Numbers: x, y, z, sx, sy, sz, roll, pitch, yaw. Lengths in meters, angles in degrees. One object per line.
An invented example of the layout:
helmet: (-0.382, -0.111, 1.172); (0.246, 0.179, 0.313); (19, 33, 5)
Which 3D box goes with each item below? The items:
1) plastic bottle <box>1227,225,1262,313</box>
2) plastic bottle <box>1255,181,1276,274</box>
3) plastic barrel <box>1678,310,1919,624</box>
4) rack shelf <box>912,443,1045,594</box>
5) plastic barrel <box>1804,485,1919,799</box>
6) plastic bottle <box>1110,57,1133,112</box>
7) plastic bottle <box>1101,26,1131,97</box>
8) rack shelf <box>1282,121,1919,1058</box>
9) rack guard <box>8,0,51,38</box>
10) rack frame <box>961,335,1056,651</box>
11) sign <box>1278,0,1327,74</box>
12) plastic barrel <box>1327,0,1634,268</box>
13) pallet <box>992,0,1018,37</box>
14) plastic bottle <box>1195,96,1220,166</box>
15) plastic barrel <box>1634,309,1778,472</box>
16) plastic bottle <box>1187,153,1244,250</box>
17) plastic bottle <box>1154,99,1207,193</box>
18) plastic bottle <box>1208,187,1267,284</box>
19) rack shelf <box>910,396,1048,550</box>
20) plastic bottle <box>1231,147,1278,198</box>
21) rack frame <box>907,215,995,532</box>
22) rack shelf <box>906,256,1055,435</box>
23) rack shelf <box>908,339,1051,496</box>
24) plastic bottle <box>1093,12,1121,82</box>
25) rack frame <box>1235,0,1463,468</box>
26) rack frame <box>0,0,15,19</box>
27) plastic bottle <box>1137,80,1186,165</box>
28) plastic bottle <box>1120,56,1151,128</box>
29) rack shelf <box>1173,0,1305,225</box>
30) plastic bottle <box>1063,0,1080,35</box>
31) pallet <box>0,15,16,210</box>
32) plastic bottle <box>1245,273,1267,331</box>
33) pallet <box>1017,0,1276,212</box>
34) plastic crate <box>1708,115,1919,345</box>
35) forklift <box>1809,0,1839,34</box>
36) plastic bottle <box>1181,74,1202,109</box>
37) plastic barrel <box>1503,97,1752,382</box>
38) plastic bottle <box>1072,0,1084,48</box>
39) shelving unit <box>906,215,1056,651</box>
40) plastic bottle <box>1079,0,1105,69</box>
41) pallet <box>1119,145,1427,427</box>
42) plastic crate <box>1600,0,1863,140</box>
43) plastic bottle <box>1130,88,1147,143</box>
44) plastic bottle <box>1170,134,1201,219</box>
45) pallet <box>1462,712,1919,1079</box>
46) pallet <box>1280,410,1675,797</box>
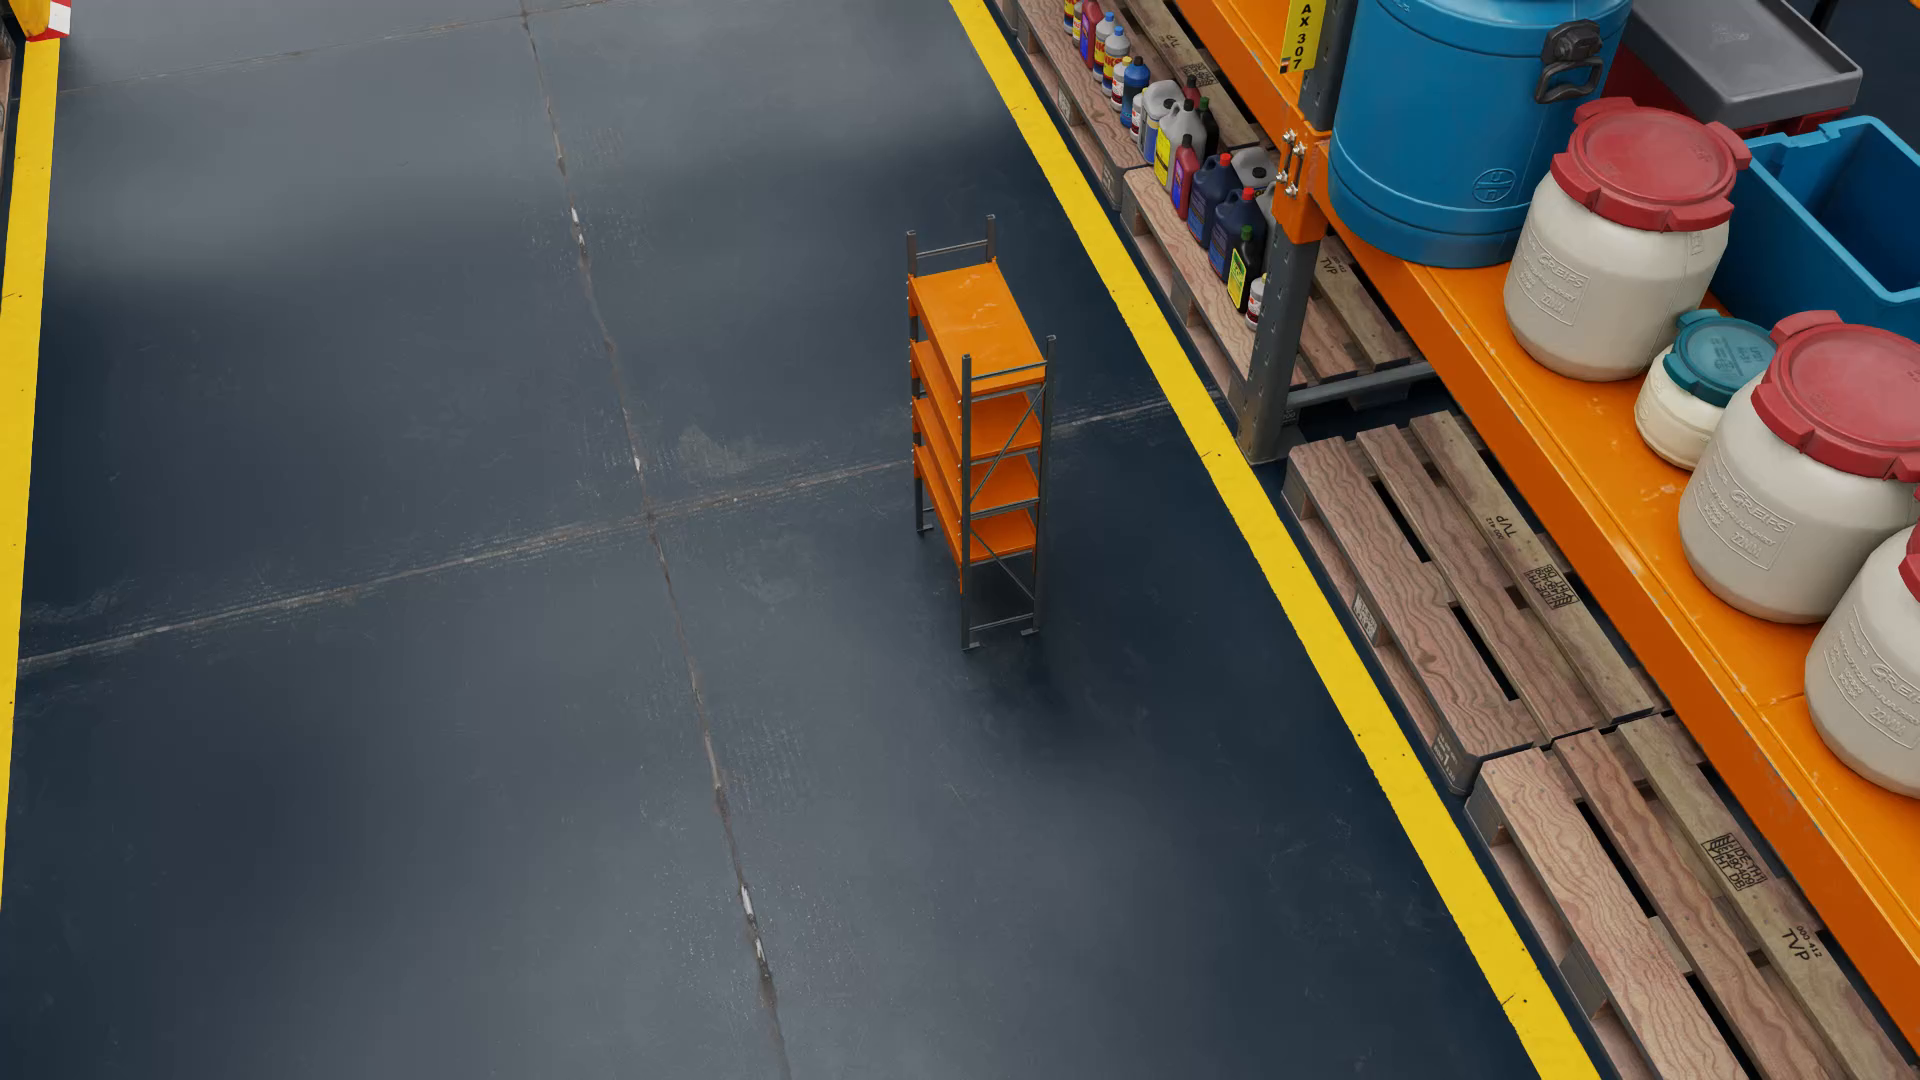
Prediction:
plastic bottle: (0.952, -0.904, 5.539); (0.061, 0.283, 0.133); (-11, 51, -9)
plastic bottle: (1.081, -1.087, 5.649); (0.144, 0.351, 0.185); (-13, 51, -11)
plastic barrel: (1.699, -0.120, 3.301); (0.433, 0.535, 0.433); (0, 50, 0)
rack shelf: (0.049, -0.094, 4.893); (0.258, 0.148, 0.480); (-13, 51, -11)
plastic barrel: (1.827, 0.196, 3.034); (0.433, 0.535, 0.433); (0, 50, 0)
plastic bottle: (0.625, -1.732, 6.290); (0.097, 0.201, 0.097); (0, 50, 0)
plastic bottle: (0.596, -1.827, 6.325); (0.097, 0.271, 0.097); (0, 50, 0)
rack shelf: (2.000, 0.332, 3.479); (1.077, 0.370, 4.000); (-13, 51, -11)
rack guard: (-4.483, -2.301, 6.863); (1.175, 0.500, 0.348); (-13, 51, -11)
rack frame: (0.121, -0.088, 4.539); (0.240, 1.200, 0.015); (-13, 51, -11)
sign: (0.880, -1.334, 4.231); (0.100, 0.325, 0.005); (-13, 51, -11)
plastic barrel: (1.234, -1.172, 3.948); (0.600, 0.901, 0.708); (-13, 51, -11)
pallet: (0.529, -2.744, 7.425); (1.003, 0.211, 1.213); (-13, 51, -11)
plastic bottle: (0.881, -1.450, 6.000); (0.061, 0.283, 0.133); (-13, 51, -11)
plastic barrel: (1.654, -0.315, 3.644); (0.301, 0.262, 0.301); (0, 50, 0)
plastic bottle: (0.886, -1.194, 5.740); (0.144, 0.351, 0.185); (-16, 52, -13)
plastic bottle: (0.791, -1.430, 5.938); (0.144, 0.351, 0.185); (-14, 51, -11)
plastic bottle: (0.943, -1.054, 5.621); (0.144, 0.351, 0.185); (-15, 51, -12)
rack shelf: (0.049, -0.222, 4.741); (0.258, 0.148, 0.480); (-13, 51, -11)
plastic bottle: (1.021, -1.222, 5.812); (0.152, 0.276, 0.135); (-13, 51, -11)
rack frame: (-0.023, -0.444, 4.840); (0.240, 1.200, 0.015); (-13, 51, -11)
rack shelf: (0.049, -0.519, 4.389); (0.258, 0.148, 0.480); (-13, 51, -11)
rack shelf: (0.049, -0.367, 4.570); (0.258, 0.148, 0.480); (-13, 51, -11)
plastic bottle: (0.566, -1.900, 6.386); (0.097, 0.271, 0.097); (0, 50, 0)
rack frame: (1.409, -1.361, 4.435); (1.000, 3.000, 0.127); (-13, 51, -11)
rack frame: (-4.505, -3.162, 5.954); (1.000, 3.000, 0.127); (-13, 51, -11)
plastic bottle: (0.747, -1.526, 6.068); (0.152, 0.276, 0.135); (-12, 51, -10)
plastic bottle: (0.655, -1.679, 6.200); (0.097, 0.271, 0.097); (0, 50, 0)
rack shelf: (0.818, -2.590, 5.942); (1.077, 0.370, 4.000); (-13, 51, -11)
plastic bottle: (0.465, -2.150, 6.597); (0.097, 0.271, 0.097); (0, 50, 0)
pallet: (-4.276, -1.607, 6.466); (1.003, 0.211, 1.213); (-13, 51, -11)
plastic bottle: (1.004, -0.795, 5.501); (0.097, 0.201, 0.097); (0, 50, 0)
pallet: (0.886, -1.855, 6.675); (1.003, 0.211, 1.213); (-13, 51, -11)
plastic crate: (2.032, -0.620, 3.821); (0.392, 0.384, 0.575); (-13, 51, -11)
forklift: (2.617, -2.586, 5.513); (1.130, 2.935, 3.031); (-12, 51, -10)
plastic bottle: (0.848, -1.552, 6.086); (0.061, 0.283, 0.133); (-13, 51, -11)
plastic barrel: (1.482, -0.656, 3.752); (0.433, 0.535, 0.433); (0, 50, 0)
plastic bottle: (0.495, -2.052, 6.560); (0.097, 0.201, 0.097); (0, 50, 0)
shelving unit: (0.049, -0.266, 4.689); (0.258, 1.200, 0.503); (-13, 51, -11)
plastic bottle: (0.514, -1.984, 6.450); (0.061, 0.283, 0.133); (-13, 51, -10)
pallet: (1.250, -0.962, 5.923); (1.003, 0.211, 1.213); (-13, 51, -11)
plastic crate: (1.844, -1.097, 4.171); (0.402, 0.464, 0.583); (-13, 51, -11)
plastic bottle: (0.686, -1.582, 6.164); (0.097, 0.201, 0.097); (0, 50, 0)
plastic bottle: (0.798, -1.282, 5.858); (0.061, 0.283, 0.133); (-10, 51, -9)
pallet: (2.043, 0.995, 4.273); (1.003, 0.211, 1.213); (-13, 51, -11)
pallet: (1.678, 0.103, 5.025); (1.003, 0.211, 1.213); (-13, 51, -11)
